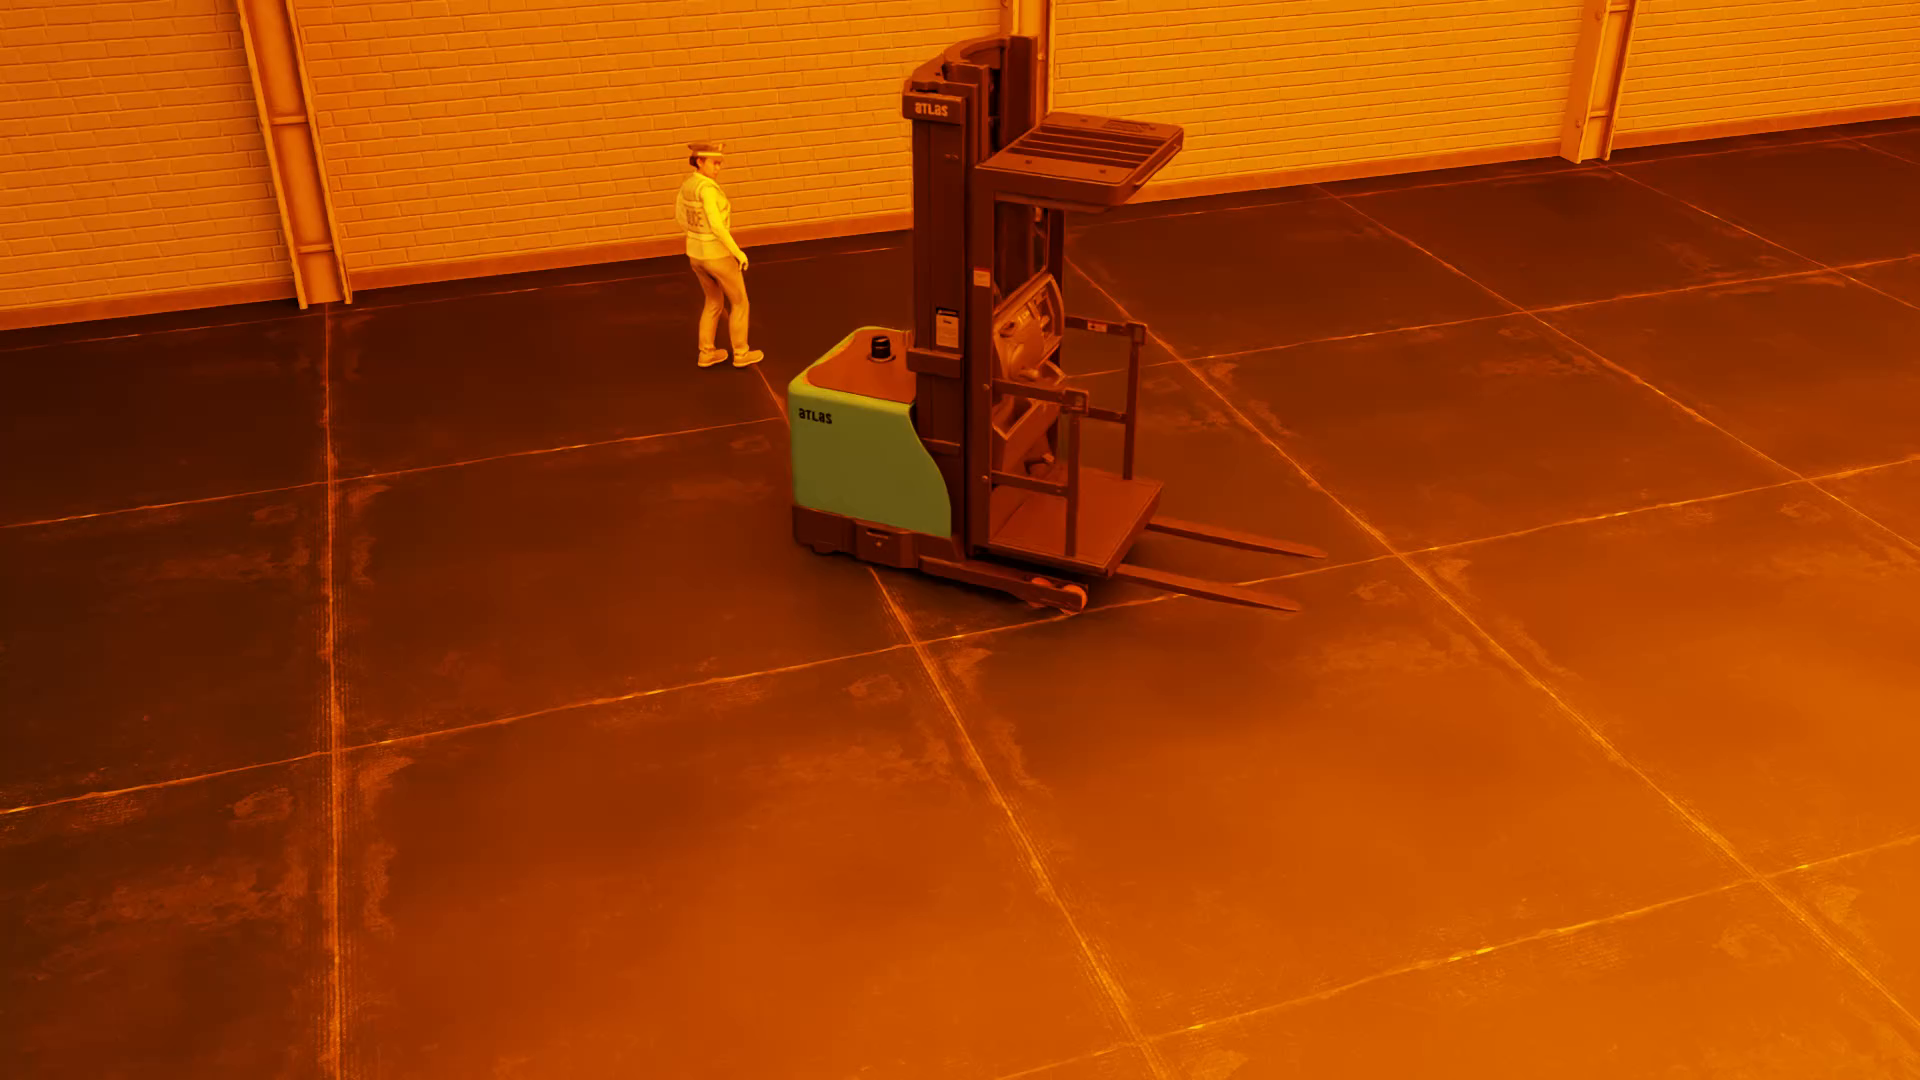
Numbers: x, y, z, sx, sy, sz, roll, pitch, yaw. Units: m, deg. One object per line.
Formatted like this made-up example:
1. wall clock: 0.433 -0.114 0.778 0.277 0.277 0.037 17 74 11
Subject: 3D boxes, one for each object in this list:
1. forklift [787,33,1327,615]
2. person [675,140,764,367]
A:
1. forklift: 0.564 -1.152 9.089 3.031 2.935 1.130 12 32 20
2. person: -1.741 -2.052 11.942 0.467 1.653 0.687 -26 39 -37
